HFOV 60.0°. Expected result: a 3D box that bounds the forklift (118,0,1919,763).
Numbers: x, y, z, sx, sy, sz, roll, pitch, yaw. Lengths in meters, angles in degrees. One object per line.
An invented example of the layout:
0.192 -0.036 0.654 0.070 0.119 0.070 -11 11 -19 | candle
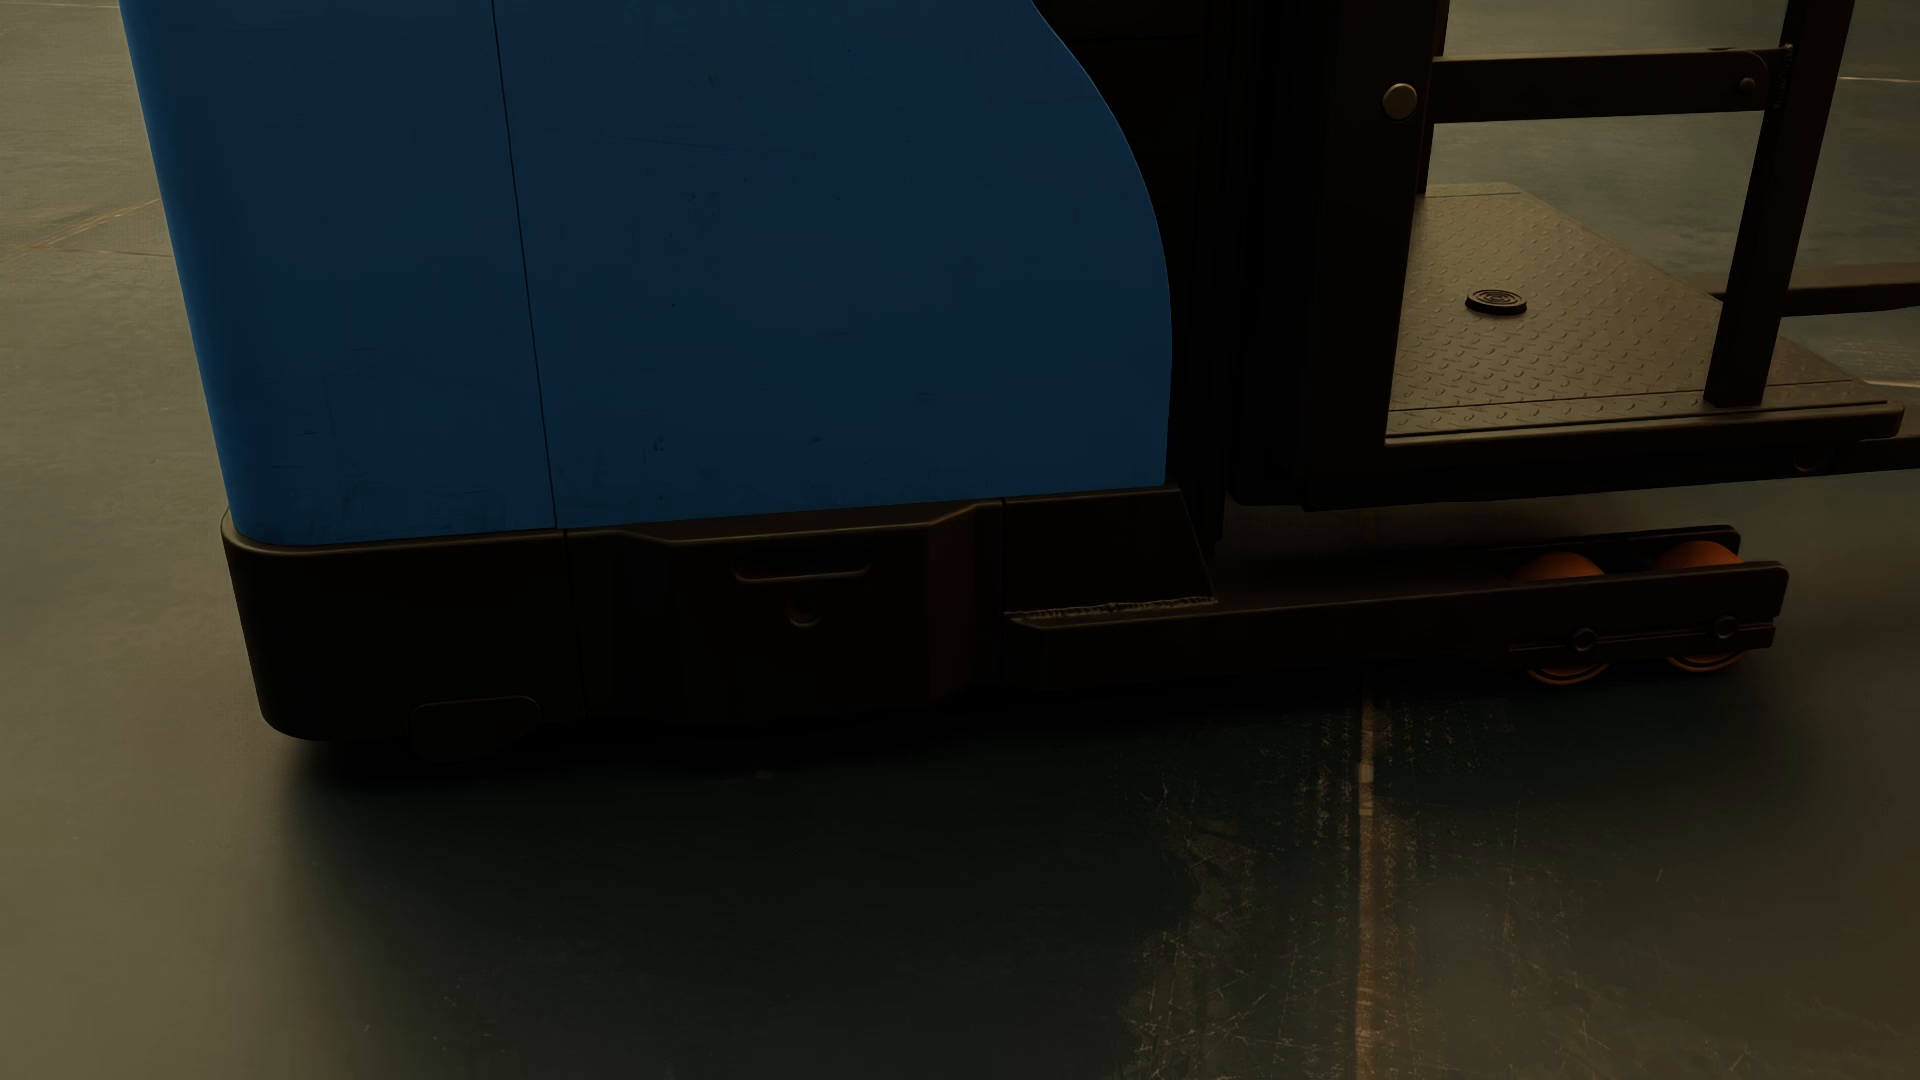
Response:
0.600 -1.354 1.930 3.031 2.935 1.130 -4 27 -9 | forklift
